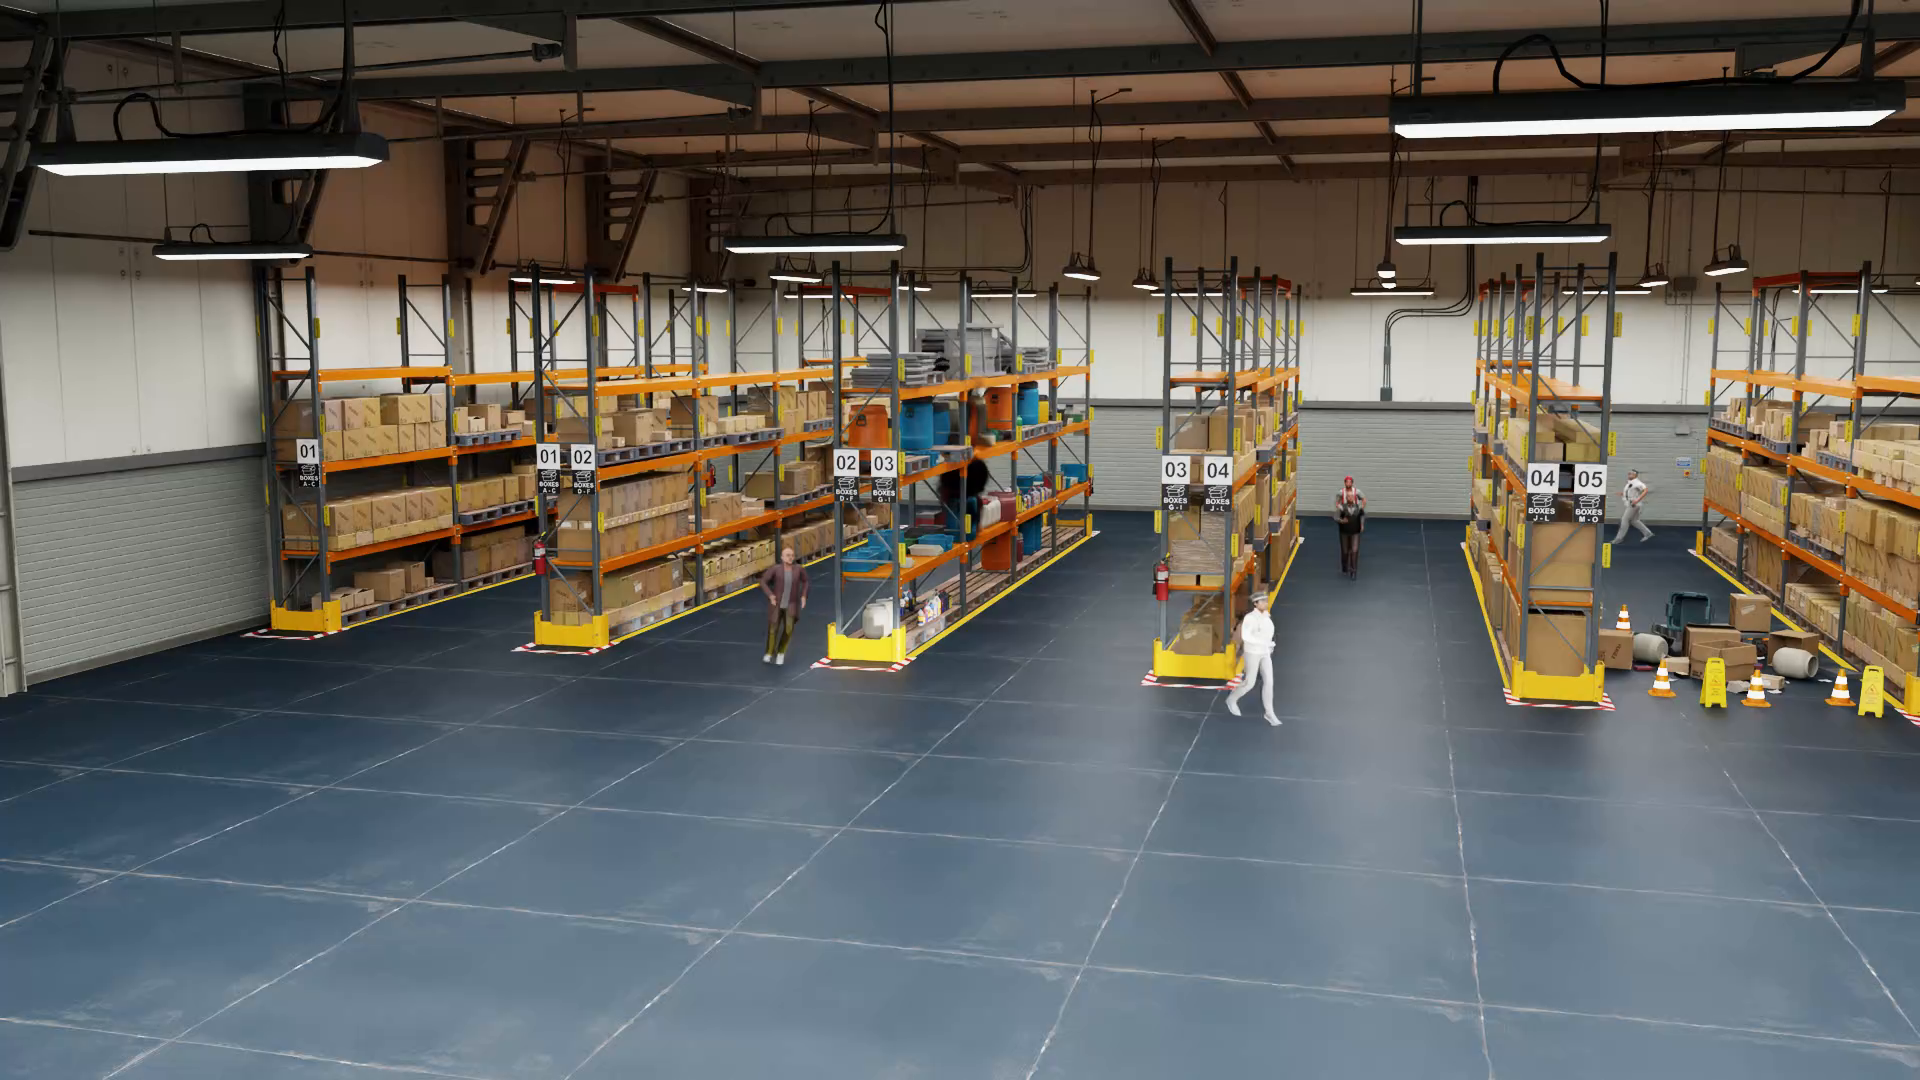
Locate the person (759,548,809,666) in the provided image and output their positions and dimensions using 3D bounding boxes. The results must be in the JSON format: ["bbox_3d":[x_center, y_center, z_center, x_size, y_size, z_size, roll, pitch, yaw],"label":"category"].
[{"bbox_3d":[-2.617,1.000,24.888,0.775,1.760,0.686,-1,7,-11],"label":"person"}]

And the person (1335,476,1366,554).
[{"bbox_3d":[8.647,-0.547,36.913,0.666,1.737,0.564,2,8,15],"label":"person"}]

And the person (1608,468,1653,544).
[{"bbox_3d":[15.571,-0.791,38.517,1.007,1.776,0.670,2,7,12],"label":"person"}]

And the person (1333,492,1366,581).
[{"bbox_3d":[7.827,-0.109,33.408,0.657,1.726,0.949,1,7,8],"label":"person"}]

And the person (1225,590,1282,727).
[{"bbox_3d":[3.782,1.481,21.253,0.631,1.722,0.822,-6,9,-39],"label":"person"}]
